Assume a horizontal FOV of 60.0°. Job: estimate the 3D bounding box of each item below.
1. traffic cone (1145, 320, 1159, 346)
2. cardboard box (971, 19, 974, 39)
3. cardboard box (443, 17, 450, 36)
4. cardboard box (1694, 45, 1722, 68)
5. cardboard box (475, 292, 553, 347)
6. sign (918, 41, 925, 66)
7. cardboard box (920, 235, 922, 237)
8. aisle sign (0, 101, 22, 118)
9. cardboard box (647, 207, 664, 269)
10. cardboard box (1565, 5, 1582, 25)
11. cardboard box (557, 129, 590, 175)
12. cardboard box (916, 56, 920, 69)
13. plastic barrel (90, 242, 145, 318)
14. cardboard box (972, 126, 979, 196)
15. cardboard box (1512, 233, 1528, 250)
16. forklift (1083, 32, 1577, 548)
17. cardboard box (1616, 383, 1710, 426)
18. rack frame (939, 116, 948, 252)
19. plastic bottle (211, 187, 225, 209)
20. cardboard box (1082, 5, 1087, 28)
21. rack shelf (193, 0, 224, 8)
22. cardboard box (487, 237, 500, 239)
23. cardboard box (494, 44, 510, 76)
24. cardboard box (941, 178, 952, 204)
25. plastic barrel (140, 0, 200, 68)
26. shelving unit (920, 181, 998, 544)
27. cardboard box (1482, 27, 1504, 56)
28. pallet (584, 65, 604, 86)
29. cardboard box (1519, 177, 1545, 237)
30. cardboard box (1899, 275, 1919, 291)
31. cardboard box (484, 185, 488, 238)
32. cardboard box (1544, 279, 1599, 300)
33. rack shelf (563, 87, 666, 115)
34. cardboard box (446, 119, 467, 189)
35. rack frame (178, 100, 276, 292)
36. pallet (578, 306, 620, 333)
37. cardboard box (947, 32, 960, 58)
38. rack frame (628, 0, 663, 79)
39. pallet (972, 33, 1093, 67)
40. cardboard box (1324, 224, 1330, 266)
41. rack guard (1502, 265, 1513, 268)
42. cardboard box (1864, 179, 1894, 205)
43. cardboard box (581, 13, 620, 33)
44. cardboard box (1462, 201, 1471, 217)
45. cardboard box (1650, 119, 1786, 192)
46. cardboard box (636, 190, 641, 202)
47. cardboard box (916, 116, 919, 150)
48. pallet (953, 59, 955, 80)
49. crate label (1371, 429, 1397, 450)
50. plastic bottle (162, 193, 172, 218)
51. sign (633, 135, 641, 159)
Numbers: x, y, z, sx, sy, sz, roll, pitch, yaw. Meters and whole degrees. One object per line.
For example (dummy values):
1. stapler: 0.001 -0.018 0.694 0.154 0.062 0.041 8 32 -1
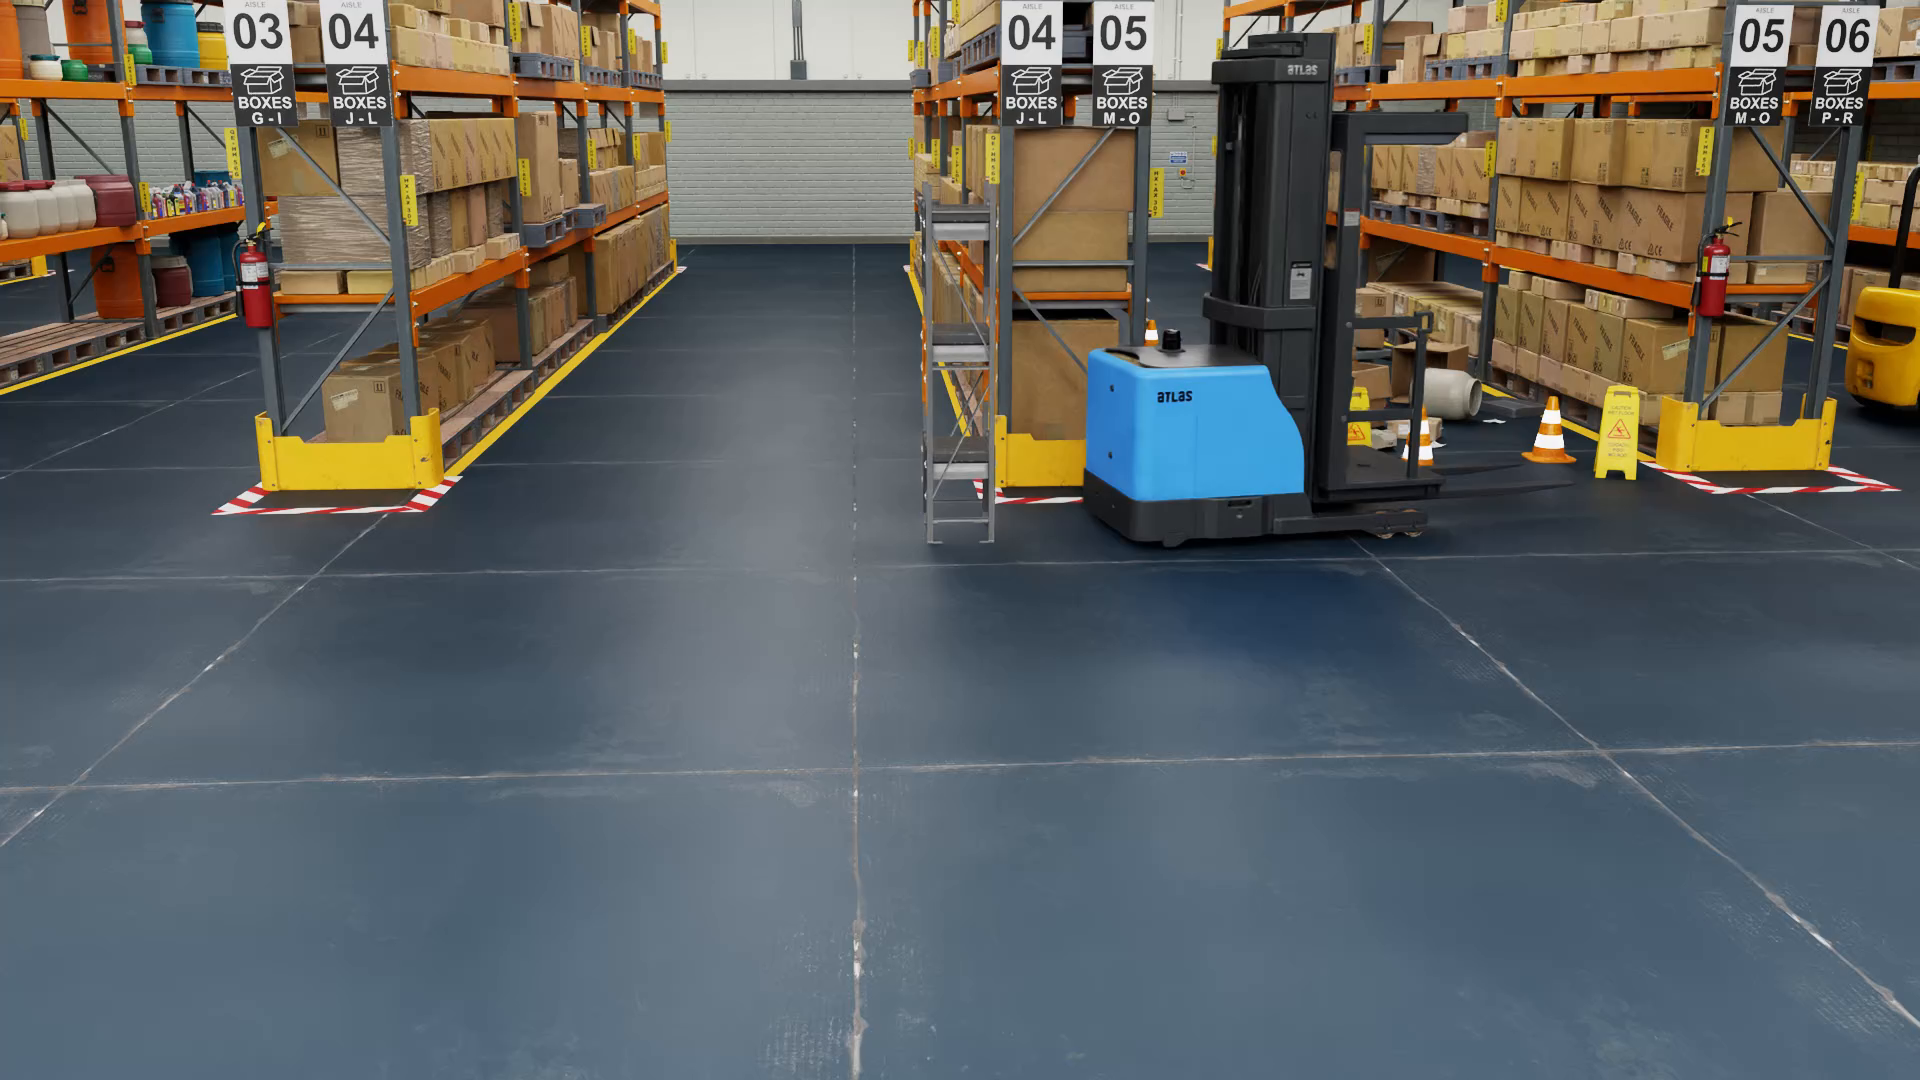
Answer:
1. traffic cone: 1.941 -1.995 16.850 0.336 0.463 0.334 -1 14 -3
2. cardboard box: 0.281 -4.037 13.137 0.380 0.149 0.250 -1 14 -3
3. cardboard box: -4.116 -3.916 12.706 0.380 0.149 0.250 -1 14 -5
4. cardboard box: 5.397 -3.389 11.661 0.380 0.149 0.250 -1 14 -3
5. cardboard box: -4.502 -2.229 16.802 0.700 0.500 0.500 -2 15 -8
6. sign: -0.520 -6.549 22.402 0.100 0.325 0.005 -1 14 -3
7. cardboard box: -0.411 -4.634 25.703 0.380 0.149 0.250 -2 15 -6
8. aisle sign: -14.770 -6.928 25.716 0.394 0.787 0.004 -1 14 -3
9. cardboard box: -5.008 -4.590 25.265 0.875 0.875 0.875 -1 14 -3
10. cardboard box: 5.253 -4.345 13.778 0.380 0.149 0.250 -1 14 -5
11. cardboard box: -4.717 -4.526 19.384 0.797 0.503 0.637 0 14 -2
12. cardboard box: -0.373 -6.978 24.407 0.500 0.250 0.500 -1 14 -6
13. plastic barrel: -9.679 -3.007 19.206 0.600 0.830 0.708 -1 14 -3
14. cardboard box: 0.552 -3.098 13.580 0.875 0.550 0.550 -1 14 -3
15. cardboard box: 5.218 -2.701 15.008 0.380 0.149 0.250 0 14 -2
16. forklift: 2.355 -1.551 10.174 3.031 2.935 1.130 -4 15 -14
17. cardboard box: 5.379 -1.048 12.754 0.500 0.250 0.500 -1 14 -4
18. rack frame: 0.269 -3.861 19.014 1.000 3.000 0.127 -1 14 -3
19. plastic bottle: -9.478 -4.359 21.196 0.152 0.276 0.135 -1 14 -3
20. cardboard box: 1.047 -3.608 11.470 0.380 0.149 0.250 -1 14 -3
21. rack shelf: -10.003 -7.589 23.708 1.077 0.370 4.000 -1 14 -3
22. cardboard box: -4.172 -2.519 14.301 0.380 0.149 0.250 -1 14 -3
23. cardboard box: -4.151 -4.086 14.167 0.500 0.250 0.500 0 14 -1
24. cardboard box: 0.062 -3.667 18.060 0.500 0.500 0.500 -1 14 -4
25. plastic barrel: -9.621 -6.205 20.254 0.600 0.901 0.708 -1 14 -3
26. shelving unit: -0.010 -1.058 9.925 0.431 2.100 0.503 -1 14 -3
27. cardboard box: 5.270 -4.694 15.690 0.500 0.250 0.500 -1 14 -5
28. pallet: -4.781 -5.330 19.083 1.213 0.211 1.003 0 14 -1
29. cardboard box: 5.254 -2.922 14.567 0.500 0.500 0.500 -1 14 -4
30. cardboard box: 10.321 -2.422 17.341 0.875 0.625 0.625 -1 14 -4
31. cardboard box: -4.478 -2.770 13.974 0.875 0.500 0.500 -1 14 -3
32. cardboard box: 5.219 -2.139 14.190 0.380 0.149 0.250 0 14 0
33. rack shelf: -5.060 -6.406 24.329 1.077 0.370 4.000 -1 14 -3
34. cardboard box: -4.011 -2.887 12.422 0.500 0.500 0.500 -1 14 -3
35. rack frame: -9.879 -4.728 22.383 1.000 3.000 0.127 -1 14 -3
36. pallet: -4.662 -2.657 19.928 1.003 0.211 1.213 -1 14 -3
37. cardboard box: 0.125 -5.185 17.397 0.500 0.250 0.500 0 14 -2
38. rack frame: -5.184 -8.705 25.799 1.000 3.000 0.127 -1 14 -3
39. pallet: 0.629 -3.770 12.817 1.003 0.211 1.213 -1 14 -3
40. cardboard box: 5.137 -3.754 22.020 0.875 0.875 0.875 0 14 -2
41. rack guard: 9.666 -4.800 27.681 1.175 0.500 0.348 -1 14 -3
42. cardboard box: 10.042 -3.714 17.739 0.500 0.250 0.500 -1 14 -3
43. cardboard box: -4.988 -7.155 23.045 0.500 0.250 0.500 -2 15 -7
44. cardboard box: 5.145 -3.239 16.258 0.380 0.149 0.250 -1 14 -5
45. cardboard box: 5.449 -2.774 11.982 0.700 0.500 0.500 -1 14 -5
46. cardboard box: -4.622 -4.762 23.017 0.380 0.149 0.250 -1 14 -3
47. cardboard box: -0.381 -6.030 24.639 0.500 0.500 0.500 -1 14 -5
48. pallet: 0.434 -4.785 16.963 1.003 0.211 1.213 0 14 -1
49. crate label: 3.187 -0.767 12.731 0.250 0.136 0.298 -9 17 -32
50. plastic bottle: -9.327 -3.939 19.548 0.061 0.283 0.133 -1 14 -3
51. sign: -4.395 -5.338 22.588 0.100 0.325 0.005 -1 14 -3
